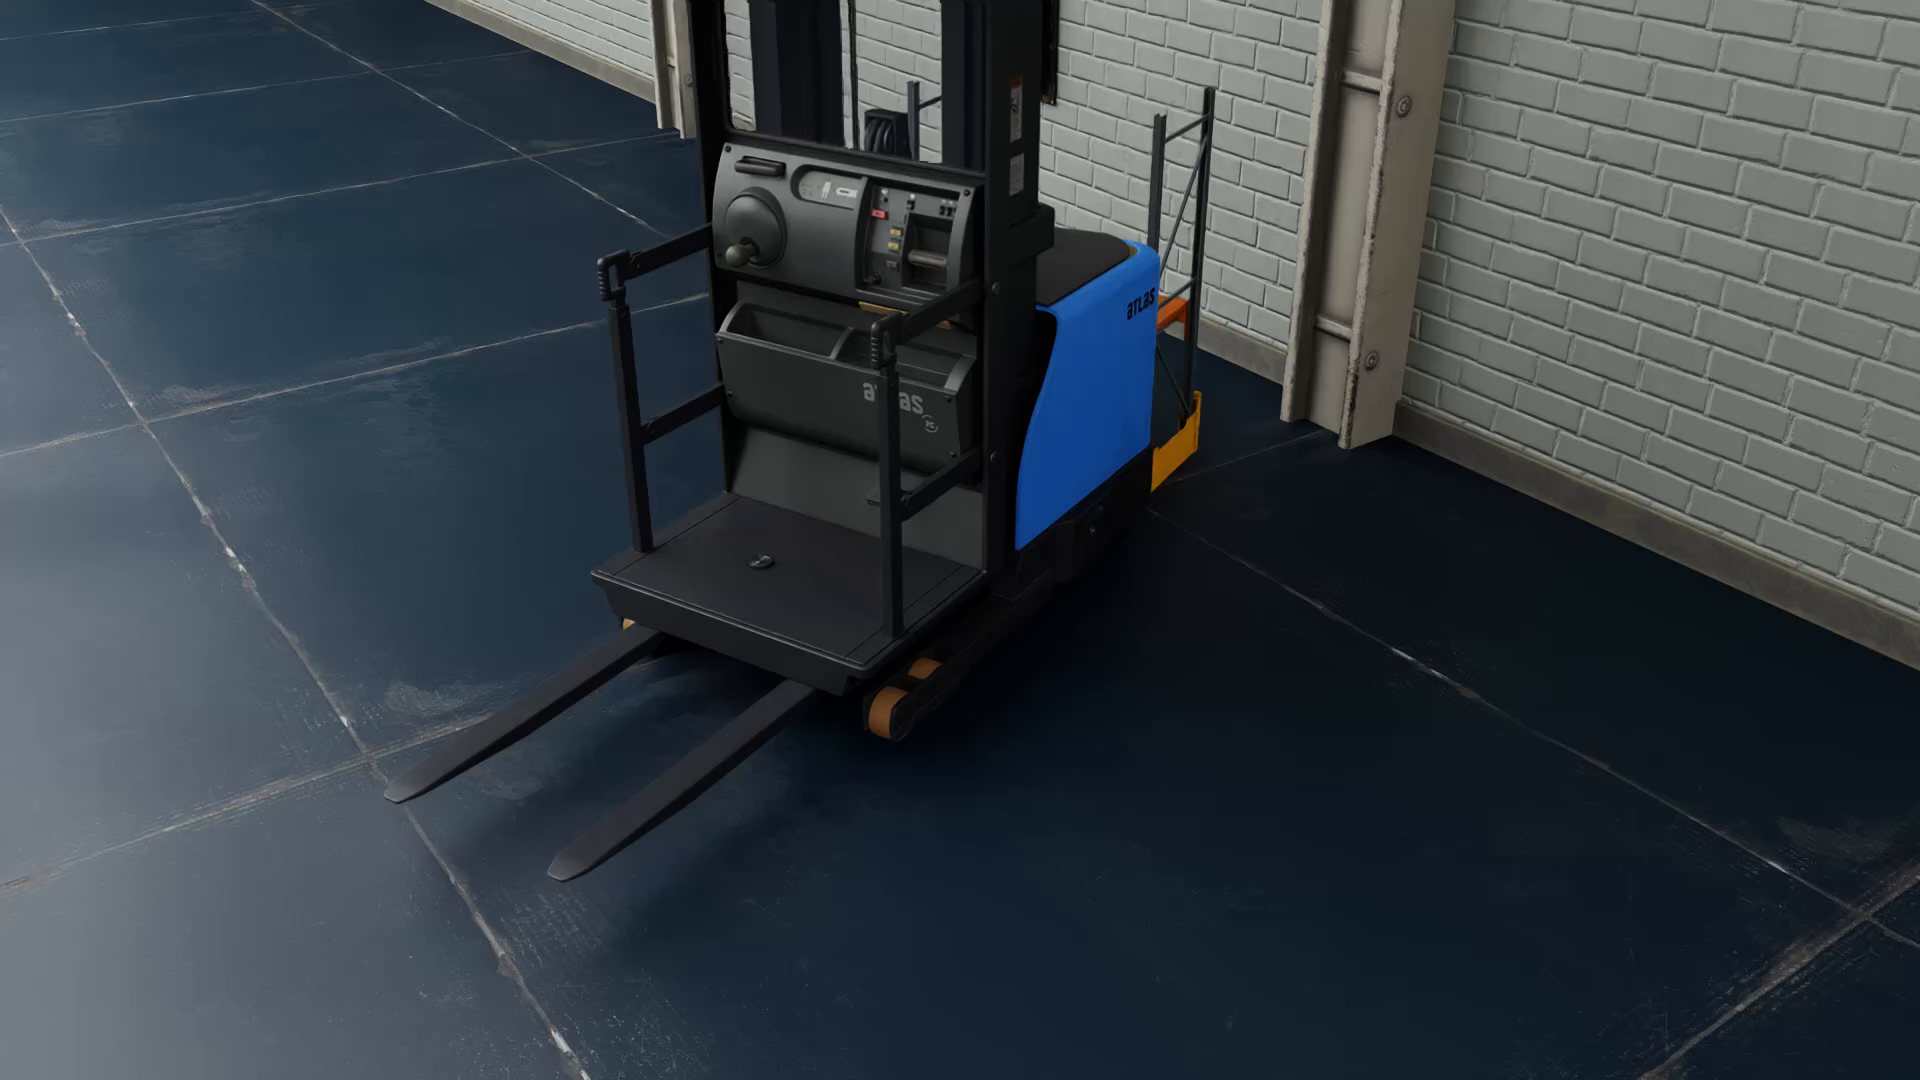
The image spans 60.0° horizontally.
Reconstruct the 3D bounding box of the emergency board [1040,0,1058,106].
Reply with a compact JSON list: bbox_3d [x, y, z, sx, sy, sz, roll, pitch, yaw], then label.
[{"bbox_3d":[0.224,-2.785,8.235,0.194,1.169,0.643,-19,34,-31],"label":"emergency board"}]

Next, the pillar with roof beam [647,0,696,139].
[{"bbox_3d":[-5.361,-5.591,7.115,9.100,9.000,0.400,-19,34,-31],"label":"pillar with roof beam"}]

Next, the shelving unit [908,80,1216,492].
[{"bbox_3d":[0.388,-1.054,6.619,1.083,1.500,0.587,15,32,26],"label":"shelving unit"}]

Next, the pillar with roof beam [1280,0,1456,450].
[{"bbox_3d":[-1.881,-3.258,2.820,9.100,9.000,0.400,-19,34,-31],"label":"pillar with roof beam"}]

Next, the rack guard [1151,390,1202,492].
[{"bbox_3d":[0.820,-0.386,6.699,0.087,0.250,0.587,15,32,26],"label":"rack guard"}]

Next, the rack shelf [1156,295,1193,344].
[{"bbox_3d":[0.380,-0.898,6.709,1.000,0.185,0.538,15,32,26],"label":"rack shelf"}]

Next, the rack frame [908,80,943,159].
[{"bbox_3d":[-0.060,-1.177,6.846,0.032,1.500,0.500,15,32,26],"label":"rack frame"}]

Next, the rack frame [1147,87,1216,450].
[{"bbox_3d":[0.821,-0.935,6.400,0.032,1.500,0.500,15,32,26],"label":"rack frame"}]

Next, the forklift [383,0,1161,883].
[{"bbox_3d":[-0.478,-0.926,4.883,1.130,2.935,3.031,17,33,28],"label":"forklift"}]
